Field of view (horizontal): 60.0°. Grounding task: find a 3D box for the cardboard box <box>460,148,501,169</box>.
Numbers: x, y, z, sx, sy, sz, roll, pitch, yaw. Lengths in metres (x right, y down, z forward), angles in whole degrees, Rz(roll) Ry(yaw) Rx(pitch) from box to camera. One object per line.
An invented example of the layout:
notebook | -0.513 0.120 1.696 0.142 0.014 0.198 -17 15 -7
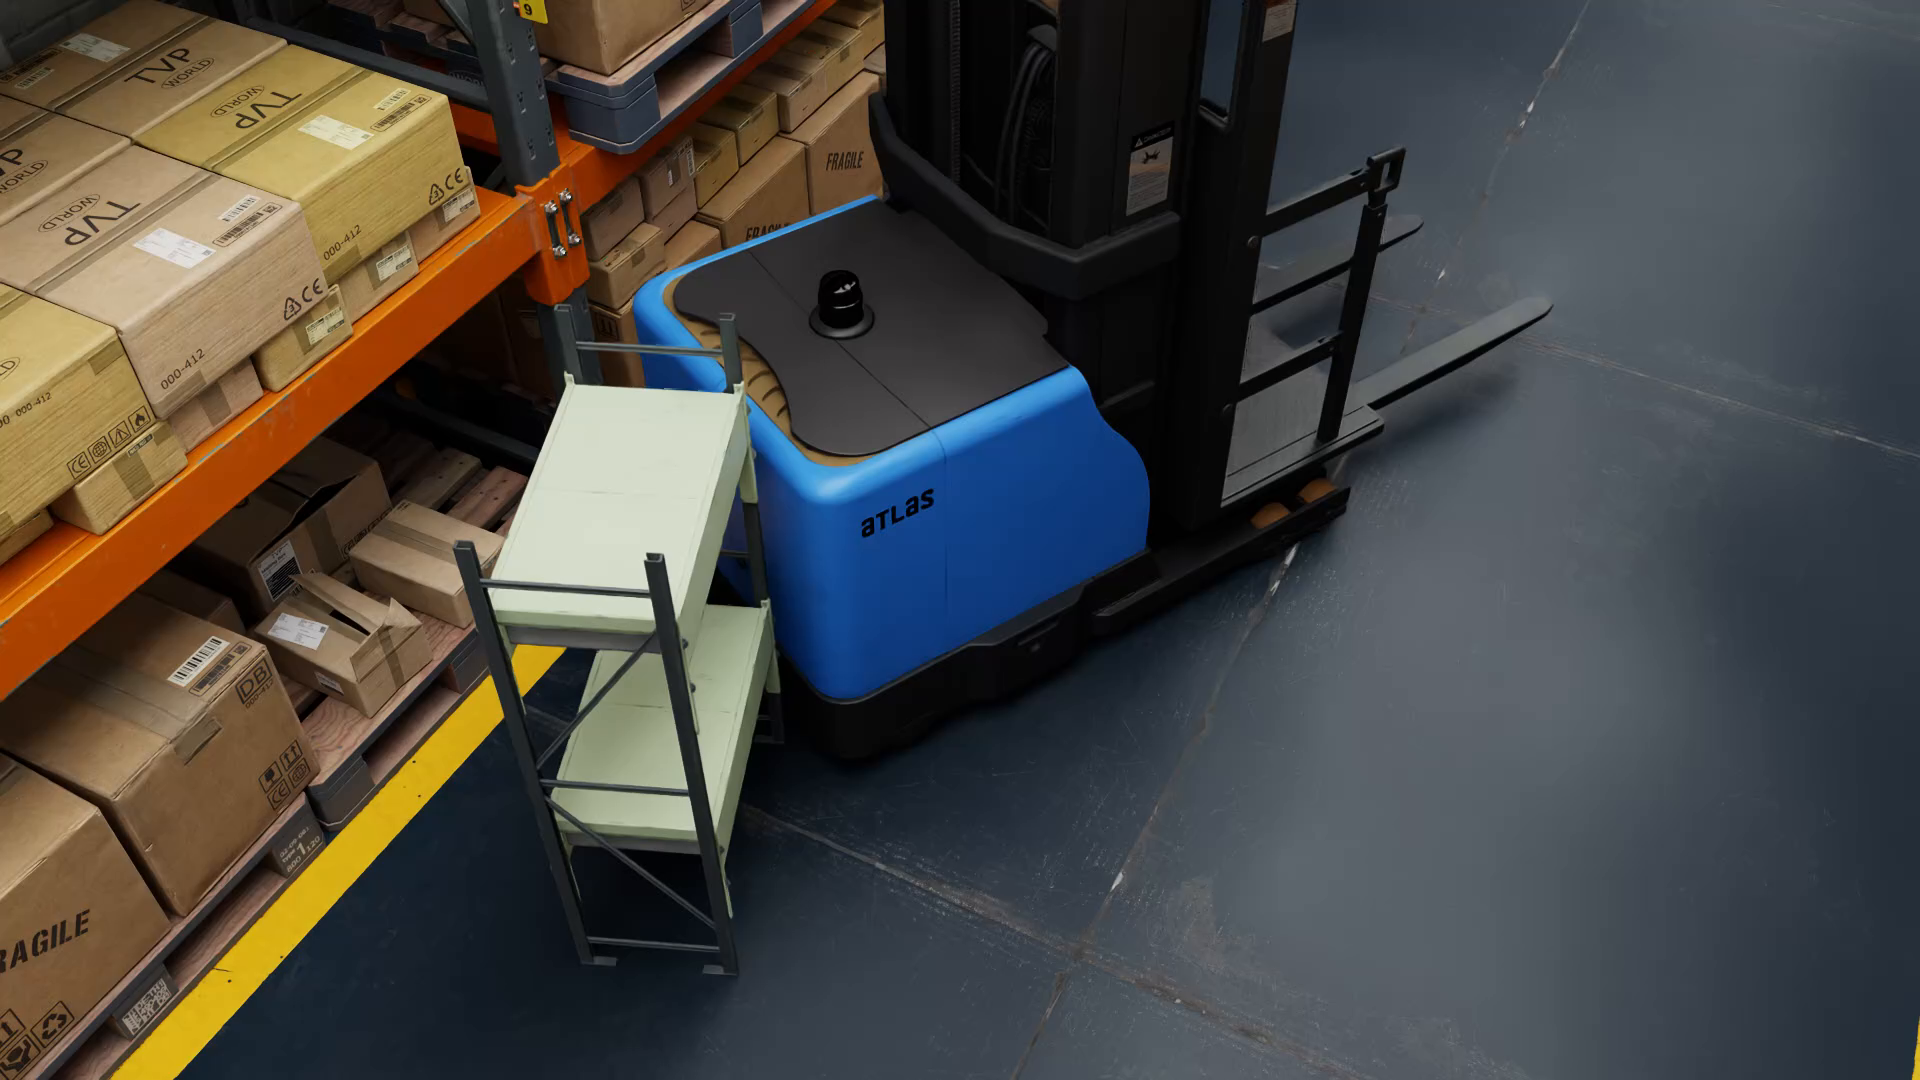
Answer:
cardboard box | -1.484 -1.229 5.361 0.380 0.149 0.250 20 49 19

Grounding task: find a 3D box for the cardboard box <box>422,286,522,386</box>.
cardboard box | -1.551 -0.913 5.506 0.500 0.500 0.500 20 49 19

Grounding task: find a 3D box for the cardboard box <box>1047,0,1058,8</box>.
cardboard box | 0.093 -2.377 6.952 0.500 0.500 0.500 20 49 18

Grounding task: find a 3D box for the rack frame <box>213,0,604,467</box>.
rack frame | -1.516 -1.237 4.364 1.000 3.000 0.127 20 49 19

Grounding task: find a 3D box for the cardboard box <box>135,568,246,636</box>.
cardboard box | -2.234 0.229 4.624 0.380 0.149 0.250 20 49 19

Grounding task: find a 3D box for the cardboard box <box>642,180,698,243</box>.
cardboard box | -1.054 -1.072 5.207 0.380 0.149 0.250 19 48 18

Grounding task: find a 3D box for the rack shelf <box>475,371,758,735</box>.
rack shelf | -0.722 0.014 3.633 0.431 0.370 0.720 4 45 4

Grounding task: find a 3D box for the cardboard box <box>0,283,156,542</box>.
cardboard box | -1.999 -0.257 3.292 0.500 0.250 0.500 20 49 19

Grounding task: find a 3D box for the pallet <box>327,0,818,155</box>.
pallet | -1.049 -1.637 4.894 1.003 0.211 1.213 20 49 19

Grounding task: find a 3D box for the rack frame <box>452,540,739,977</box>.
rack frame | -0.755 0.547 3.654 0.400 1.500 0.023 4 45 4

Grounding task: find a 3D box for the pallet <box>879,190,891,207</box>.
pallet | -0.607 -1.553 6.637 1.003 0.211 1.213 20 49 19

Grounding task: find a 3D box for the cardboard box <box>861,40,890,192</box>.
cardboard box | -0.372 -1.713 6.296 0.500 0.500 0.500 19 48 18

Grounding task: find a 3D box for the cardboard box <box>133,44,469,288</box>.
cardboard box | -1.537 -0.888 3.915 0.500 0.250 0.500 22 49 20

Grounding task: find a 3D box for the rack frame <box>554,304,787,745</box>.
rack frame | -0.690 0.029 4.167 0.400 1.500 0.023 4 45 4

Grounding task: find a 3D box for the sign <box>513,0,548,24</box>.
sign | -1.032 -1.367 3.883 0.100 0.325 0.005 20 49 19

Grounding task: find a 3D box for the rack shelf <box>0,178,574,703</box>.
rack shelf | -2.445 0.276 3.374 1.077 0.370 4.000 20 49 19

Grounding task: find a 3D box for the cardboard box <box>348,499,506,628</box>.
cardboard box | -1.515 0.065 4.786 0.380 0.149 0.250 19 48 18

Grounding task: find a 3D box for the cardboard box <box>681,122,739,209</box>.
cardboard box | -0.945 -1.238 5.370 0.380 0.149 0.250 18 48 17

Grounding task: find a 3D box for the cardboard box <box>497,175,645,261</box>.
cardboard box | -1.168 -0.997 4.923 0.380 0.149 0.250 20 49 18

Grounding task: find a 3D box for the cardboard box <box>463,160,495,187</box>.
cardboard box | -1.601 -1.061 5.196 0.380 0.149 0.250 19 48 18

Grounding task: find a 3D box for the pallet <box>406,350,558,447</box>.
pallet | -1.172 -0.782 5.874 1.003 0.211 1.213 20 49 19

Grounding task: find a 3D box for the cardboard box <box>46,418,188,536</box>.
cardboard box | -1.881 -0.195 3.510 0.380 0.149 0.250 20 49 18

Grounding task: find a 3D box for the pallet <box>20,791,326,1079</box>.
pallet | -2.401 0.947 4.166 1.003 0.211 1.213 20 49 19

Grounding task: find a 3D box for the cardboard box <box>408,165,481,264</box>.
cardboard box | -1.441 -0.864 4.172 0.380 0.149 0.250 21 49 20

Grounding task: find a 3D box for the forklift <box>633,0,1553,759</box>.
forklift | 0.616 -1.268 4.443 3.031 2.935 1.130 -26 51 -24

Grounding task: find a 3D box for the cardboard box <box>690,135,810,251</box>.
cardboard box | -0.854 -1.075 5.666 0.500 0.500 0.500 20 49 19

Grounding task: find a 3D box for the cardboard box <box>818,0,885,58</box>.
cardboard box | -0.464 -1.895 6.020 0.380 0.149 0.250 21 49 19

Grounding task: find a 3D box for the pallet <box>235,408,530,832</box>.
pallet | -1.836 0.176 4.928 1.003 0.211 1.213 20 49 19

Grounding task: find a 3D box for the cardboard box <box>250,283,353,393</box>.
cardboard box | -1.642 -0.522 3.833 0.380 0.149 0.250 22 49 20

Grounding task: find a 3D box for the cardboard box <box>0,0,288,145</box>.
cardboard box | -1.986 -1.066 4.091 0.500 0.250 0.500 20 49 19

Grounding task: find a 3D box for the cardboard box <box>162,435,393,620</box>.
cardboard box | -2.033 -0.101 4.836 0.500 0.311 0.500 22 49 20

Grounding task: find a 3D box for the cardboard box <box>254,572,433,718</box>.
cardboard box | -1.681 0.249 4.522 0.396 0.266 0.258 22 49 20

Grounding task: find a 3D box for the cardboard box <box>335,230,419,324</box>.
cardboard box | -1.542 -0.693 4.003 0.380 0.149 0.250 22 49 20

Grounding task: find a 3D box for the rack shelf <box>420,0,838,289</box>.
rack shelf | -0.588 -2.244 5.865 1.077 0.370 4.000 20 49 19

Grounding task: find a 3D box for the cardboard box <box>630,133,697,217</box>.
cardboard box | -1.036 -1.156 5.081 0.380 0.149 0.250 18 48 17

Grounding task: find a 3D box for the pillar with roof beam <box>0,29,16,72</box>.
pillar with roof beam | 1.175 -1.783 0.686 9.100 9.000 0.400 20 49 19

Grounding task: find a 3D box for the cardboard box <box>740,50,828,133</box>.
cardboard box | -0.681 -1.560 5.689 0.380 0.149 0.250 20 49 19

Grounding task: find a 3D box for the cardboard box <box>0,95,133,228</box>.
cardboard box | -2.212 -0.748 3.776 0.500 0.250 0.500 20 49 19

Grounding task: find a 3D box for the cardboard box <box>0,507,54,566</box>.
cardboard box | -2.100 -0.069 3.386 0.380 0.149 0.250 21 49 20

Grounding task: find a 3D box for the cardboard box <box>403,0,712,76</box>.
cardboard box | -1.094 -1.651 4.407 0.700 0.500 0.500 22 49 20

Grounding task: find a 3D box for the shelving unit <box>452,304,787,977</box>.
shelving unit | -0.722 0.288 3.911 0.431 1.500 0.755 4 45 4

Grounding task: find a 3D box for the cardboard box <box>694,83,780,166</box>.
cardboard box | -0.830 -1.415 5.545 0.380 0.149 0.250 20 49 18

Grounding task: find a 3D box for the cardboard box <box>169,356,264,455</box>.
cardboard box | -1.787 -0.365 3.679 0.380 0.149 0.250 22 49 20

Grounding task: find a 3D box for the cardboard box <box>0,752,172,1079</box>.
cardboard box | -2.240 0.834 3.779 0.500 0.500 0.500 21 49 20

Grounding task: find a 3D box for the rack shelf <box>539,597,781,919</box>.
rack shelf | -0.722 0.517 4.143 0.431 0.370 0.720 4 45 4

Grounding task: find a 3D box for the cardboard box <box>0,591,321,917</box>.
cardboard box | -2.092 0.480 4.129 0.700 0.500 0.500 19 48 18

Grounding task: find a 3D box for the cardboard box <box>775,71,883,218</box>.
cardboard box | -0.619 -1.388 5.975 0.500 0.500 0.500 19 48 18

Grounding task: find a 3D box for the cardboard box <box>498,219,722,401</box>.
cardboard box | -1.093 -0.736 5.331 0.500 0.500 0.500 22 49 21

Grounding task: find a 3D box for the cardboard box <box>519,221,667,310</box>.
cardboard box | -1.114 -0.872 5.009 0.380 0.149 0.250 23 50 21

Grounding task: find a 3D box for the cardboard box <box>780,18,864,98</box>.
cardboard box | -0.564 -1.715 5.843 0.380 0.149 0.250 22 49 20

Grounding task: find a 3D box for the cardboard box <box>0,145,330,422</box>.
cardboard box | -1.756 -0.567 3.598 0.500 0.250 0.500 21 49 19
